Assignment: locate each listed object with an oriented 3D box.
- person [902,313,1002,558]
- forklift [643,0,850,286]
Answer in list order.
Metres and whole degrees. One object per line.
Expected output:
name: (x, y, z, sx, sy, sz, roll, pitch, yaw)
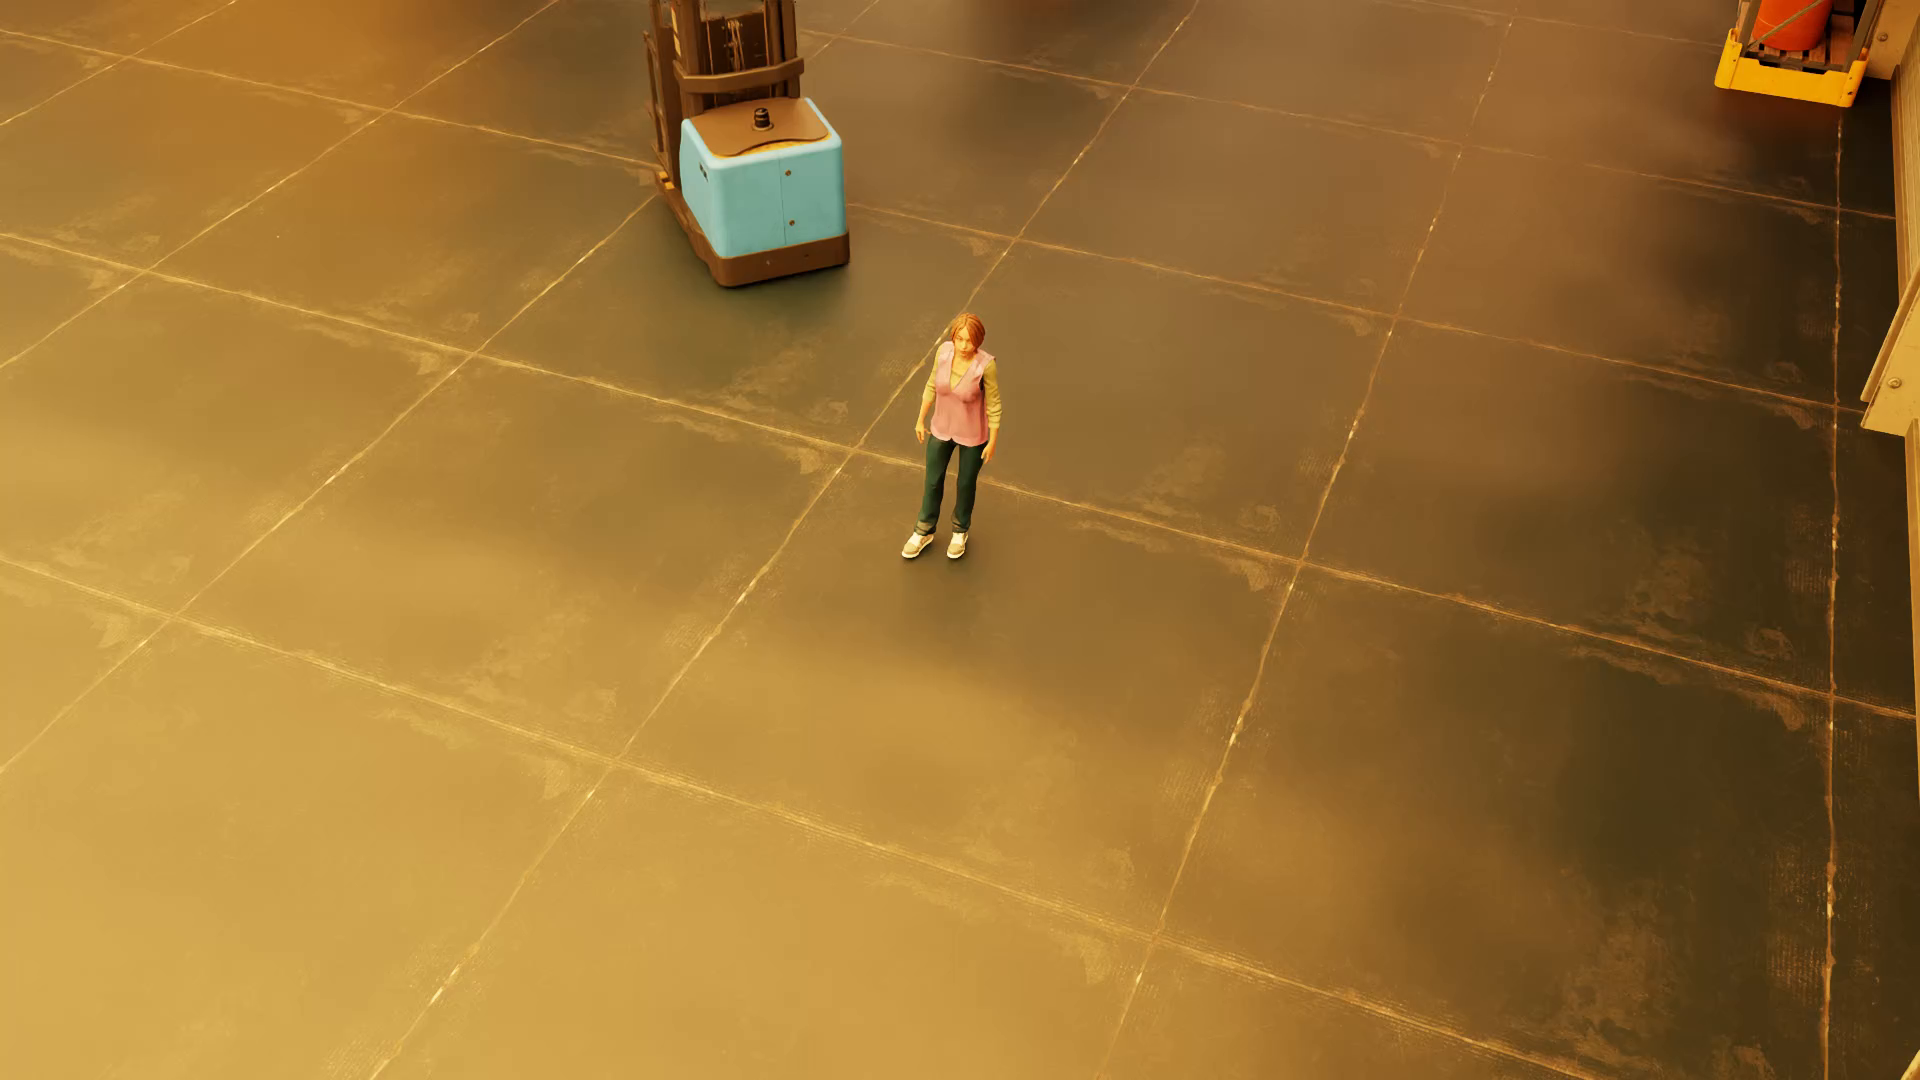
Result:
person: (-0.042, -0.577, 9.723, 0.520, 1.599, 0.473, 15, 42, 17)
forklift: (-1.870, -3.972, 12.752, 1.130, 2.935, 3.031, -15, 42, -17)
